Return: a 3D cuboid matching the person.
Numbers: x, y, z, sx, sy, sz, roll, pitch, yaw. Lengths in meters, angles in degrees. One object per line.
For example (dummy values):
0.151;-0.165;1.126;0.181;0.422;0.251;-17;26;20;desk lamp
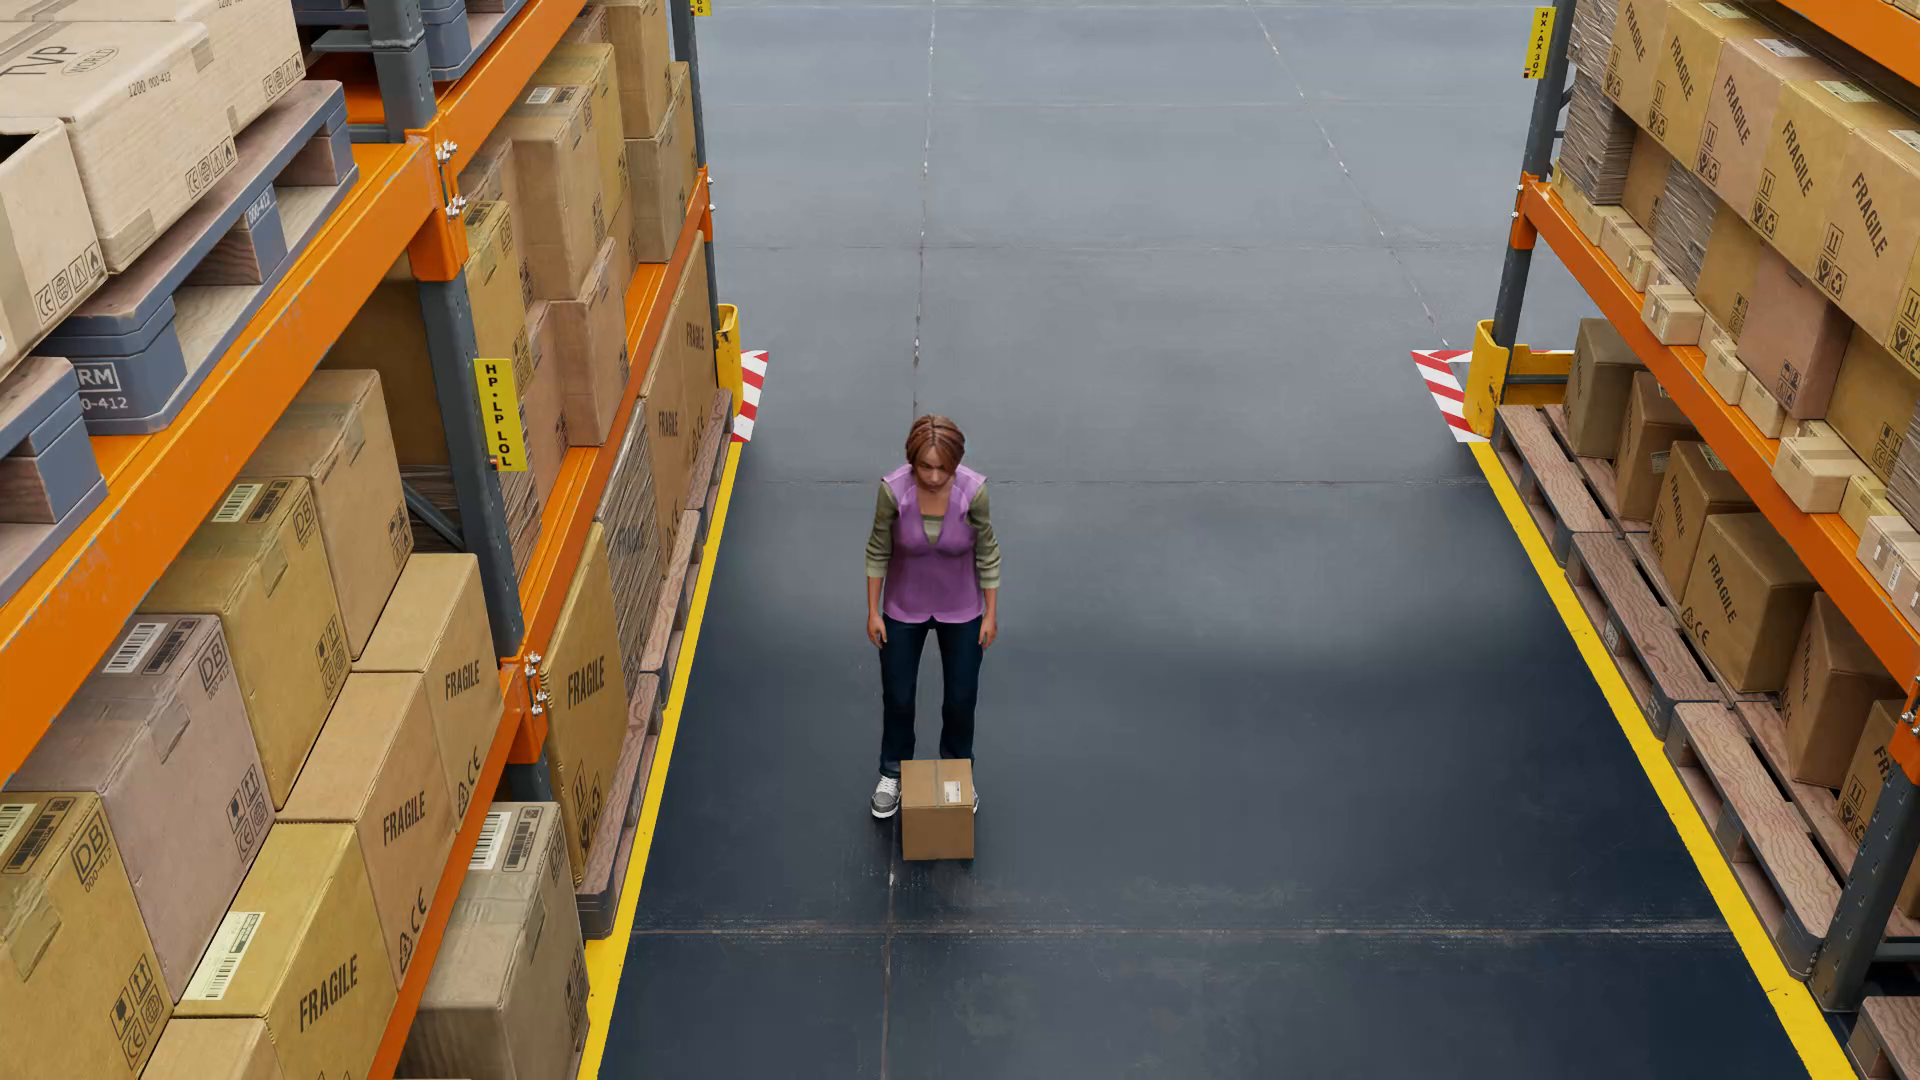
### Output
-0.094;0.264;5.734;0.462;1.582;0.343;0;32;0;person
